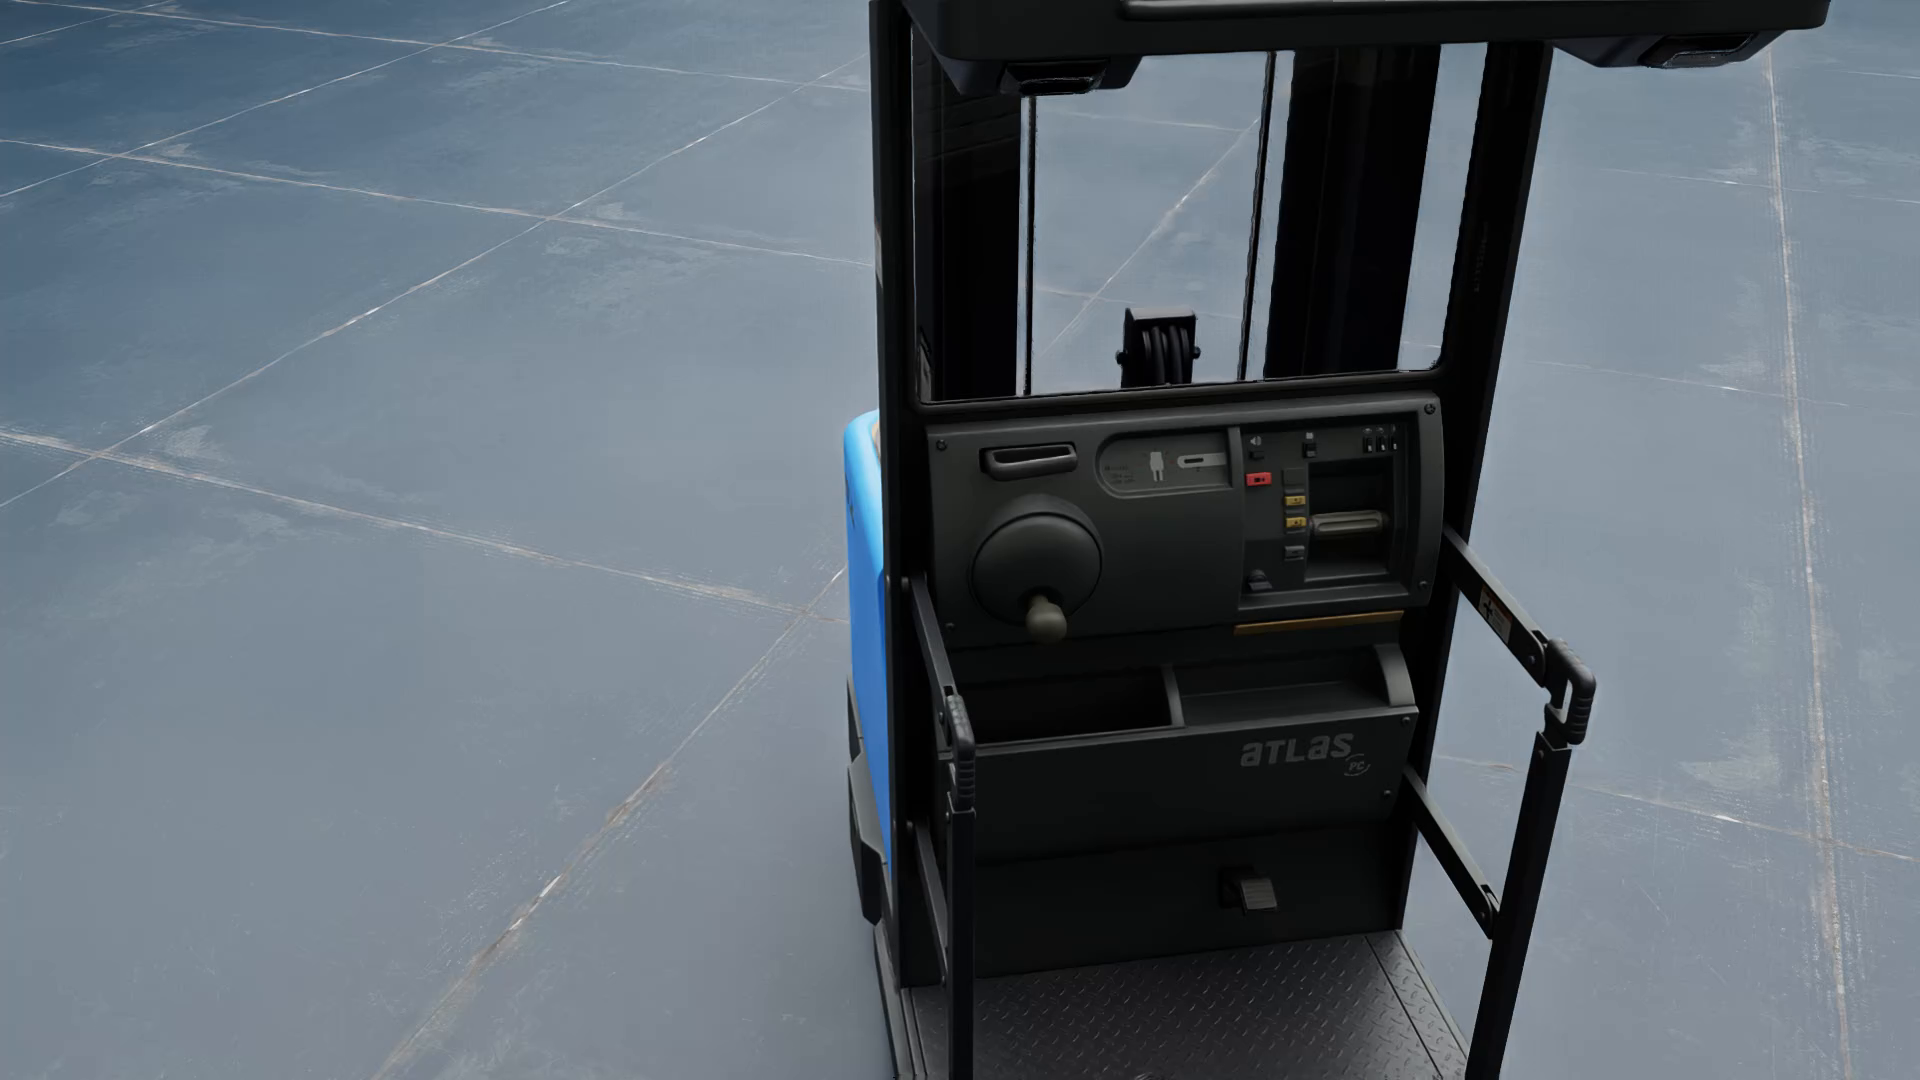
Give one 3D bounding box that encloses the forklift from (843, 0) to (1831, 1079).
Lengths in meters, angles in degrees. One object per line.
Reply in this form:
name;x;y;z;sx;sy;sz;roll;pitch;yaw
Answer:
forklift;0.444;0.008;2.757;1.130;2.935;3.031;-5;30;-8
